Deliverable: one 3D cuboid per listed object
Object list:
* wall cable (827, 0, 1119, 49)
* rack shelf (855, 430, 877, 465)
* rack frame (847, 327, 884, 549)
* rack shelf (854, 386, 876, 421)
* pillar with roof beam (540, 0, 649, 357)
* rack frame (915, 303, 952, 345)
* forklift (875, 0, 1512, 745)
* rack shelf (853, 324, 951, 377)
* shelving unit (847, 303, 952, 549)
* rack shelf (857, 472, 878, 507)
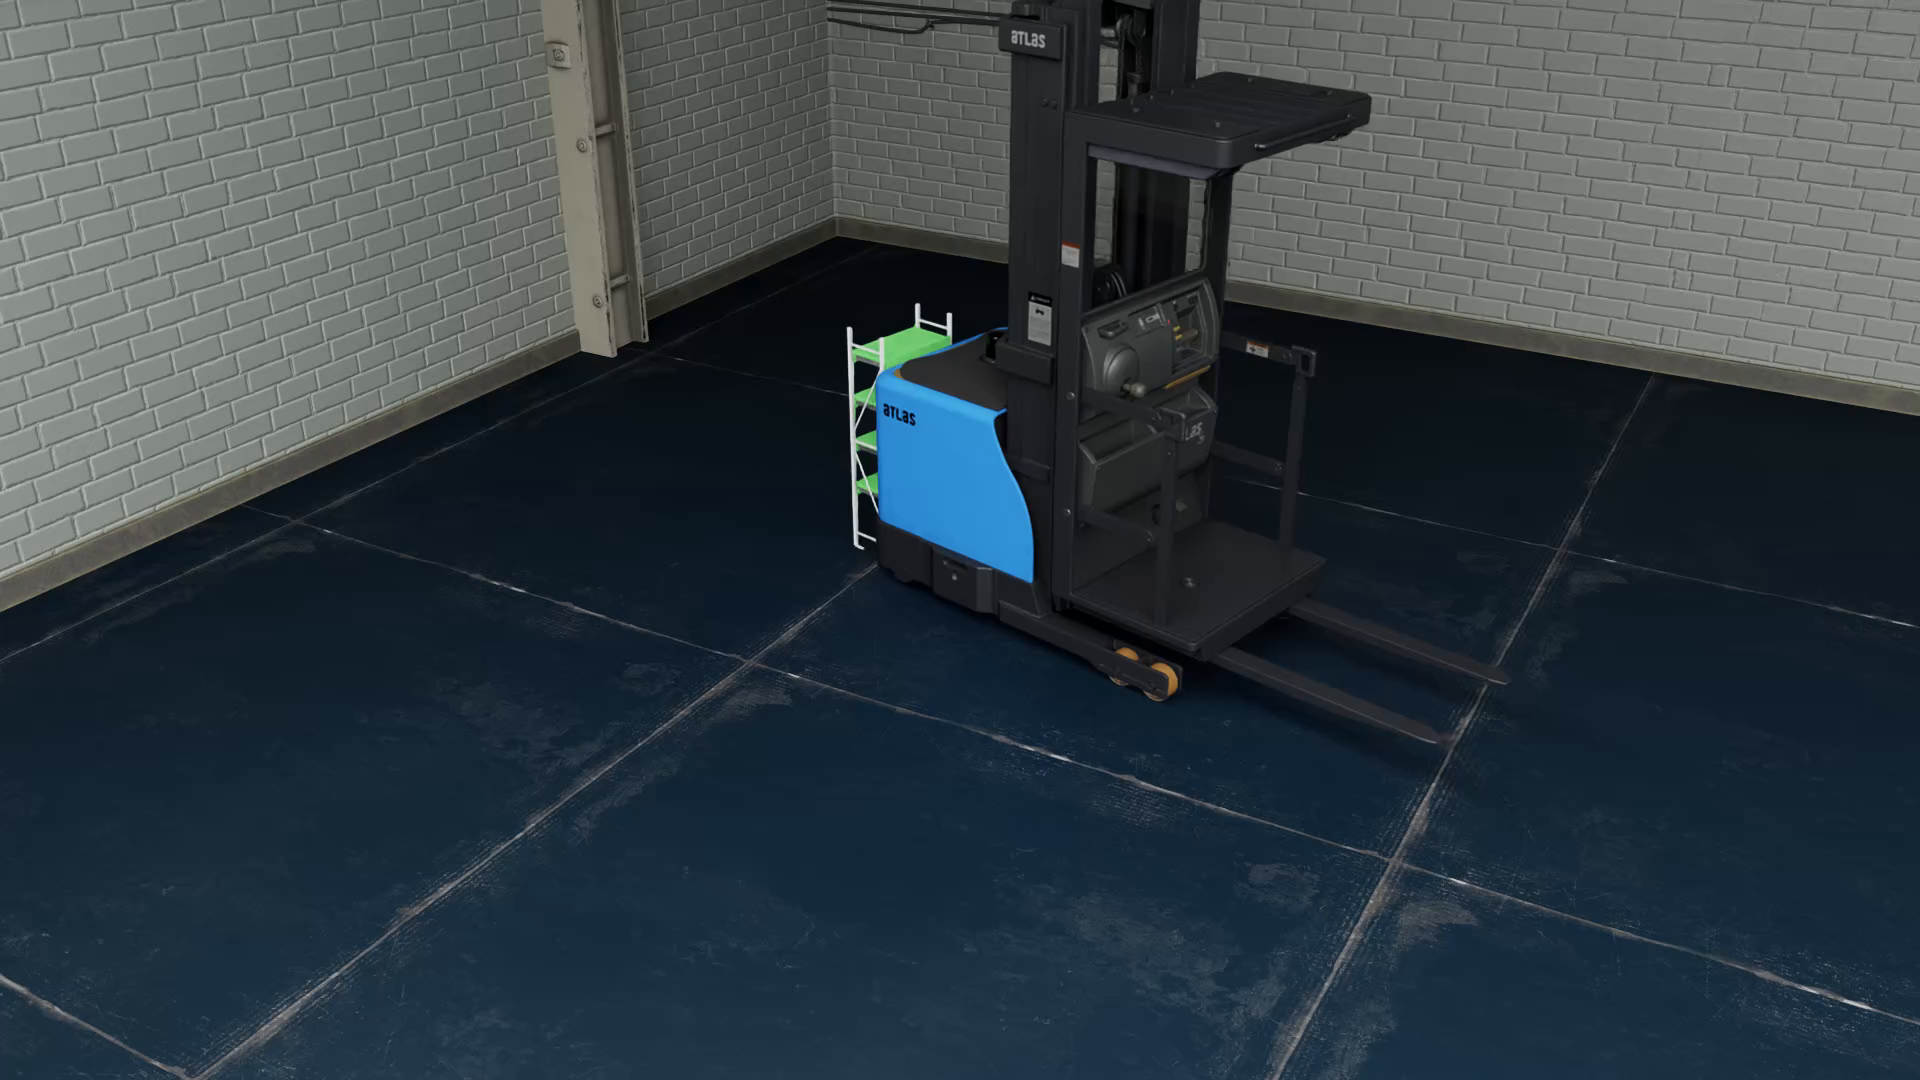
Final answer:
[{"bbox_3d":[0.221,-4.832,11.820,3.097,2.526,0.112,14,30,26],"label":"wall cable"},{"bbox_3d":[-0.298,-0.496,8.544,0.258,0.148,0.480,22,34,37],"label":"rack shelf"},{"bbox_3d":[-0.460,-0.472,8.353,0.240,1.200,0.015,22,34,37],"label":"rack frame"},{"bbox_3d":[-0.298,-0.711,8.436,0.258,0.148,0.480,22,34,37],"label":"rack shelf"},{"bbox_3d":[1.369,-4.416,7.519,9.100,9.000,0.400,14,30,26],"label":"pillar with roof beam"},{"bbox_3d":[-0.135,-0.635,8.678,0.240,1.200,0.015,22,34,37],"label":"rack frame"},{"bbox_3d":[1.006,-0.866,7.205,3.031,2.935,1.130,22,34,37],"label":"forklift"},{"bbox_3d":[-0.298,-0.926,8.329,0.258,0.148,0.480,22,34,37],"label":"rack shelf"},{"bbox_3d":[-0.298,-0.553,8.515,0.258,1.200,0.503,22,34,37],"label":"shelving unit"},{"bbox_3d":[-0.298,-0.282,8.651,0.258,0.148,0.480,22,34,37],"label":"rack shelf"}]
